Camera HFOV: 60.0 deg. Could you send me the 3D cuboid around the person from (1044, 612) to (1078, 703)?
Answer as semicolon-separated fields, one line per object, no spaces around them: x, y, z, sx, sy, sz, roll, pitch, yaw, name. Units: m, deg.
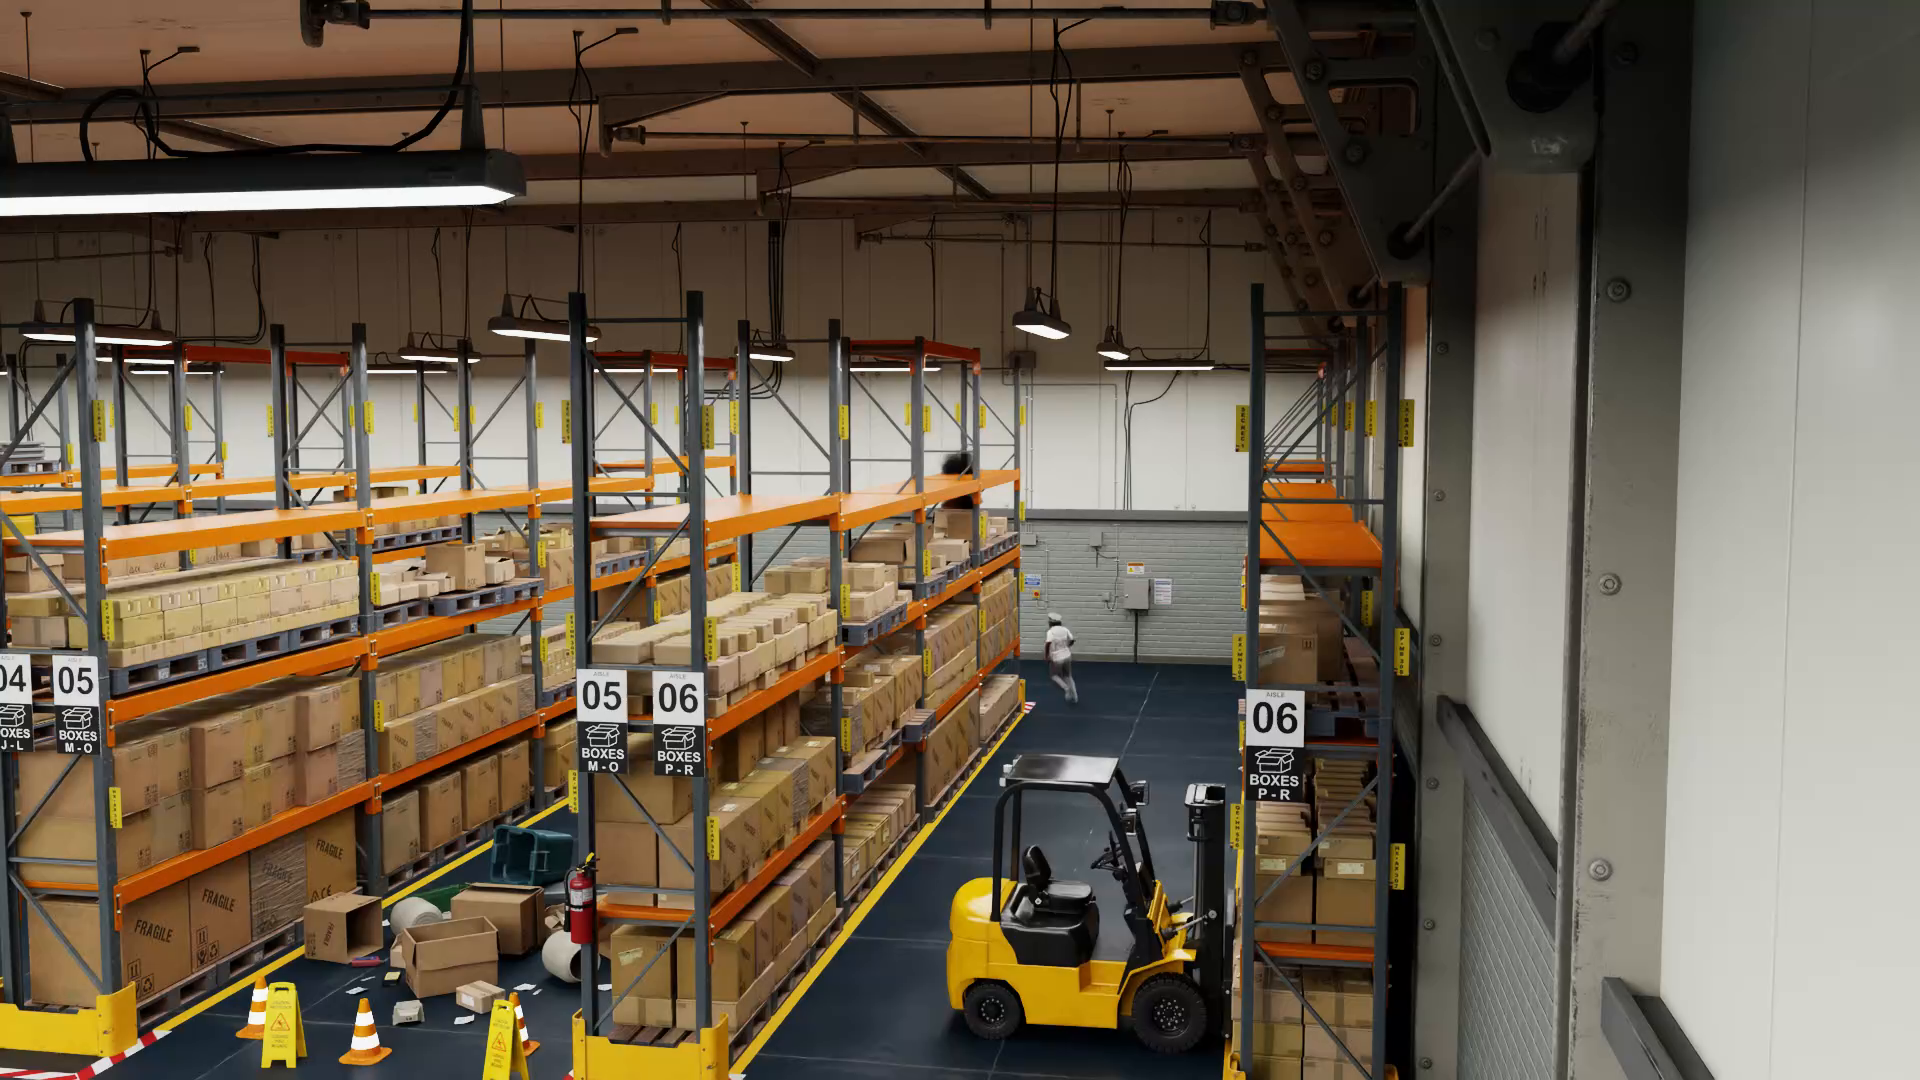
1.694;2.053;28.974;0.715;1.595;0.515;-3;5;-30;person
